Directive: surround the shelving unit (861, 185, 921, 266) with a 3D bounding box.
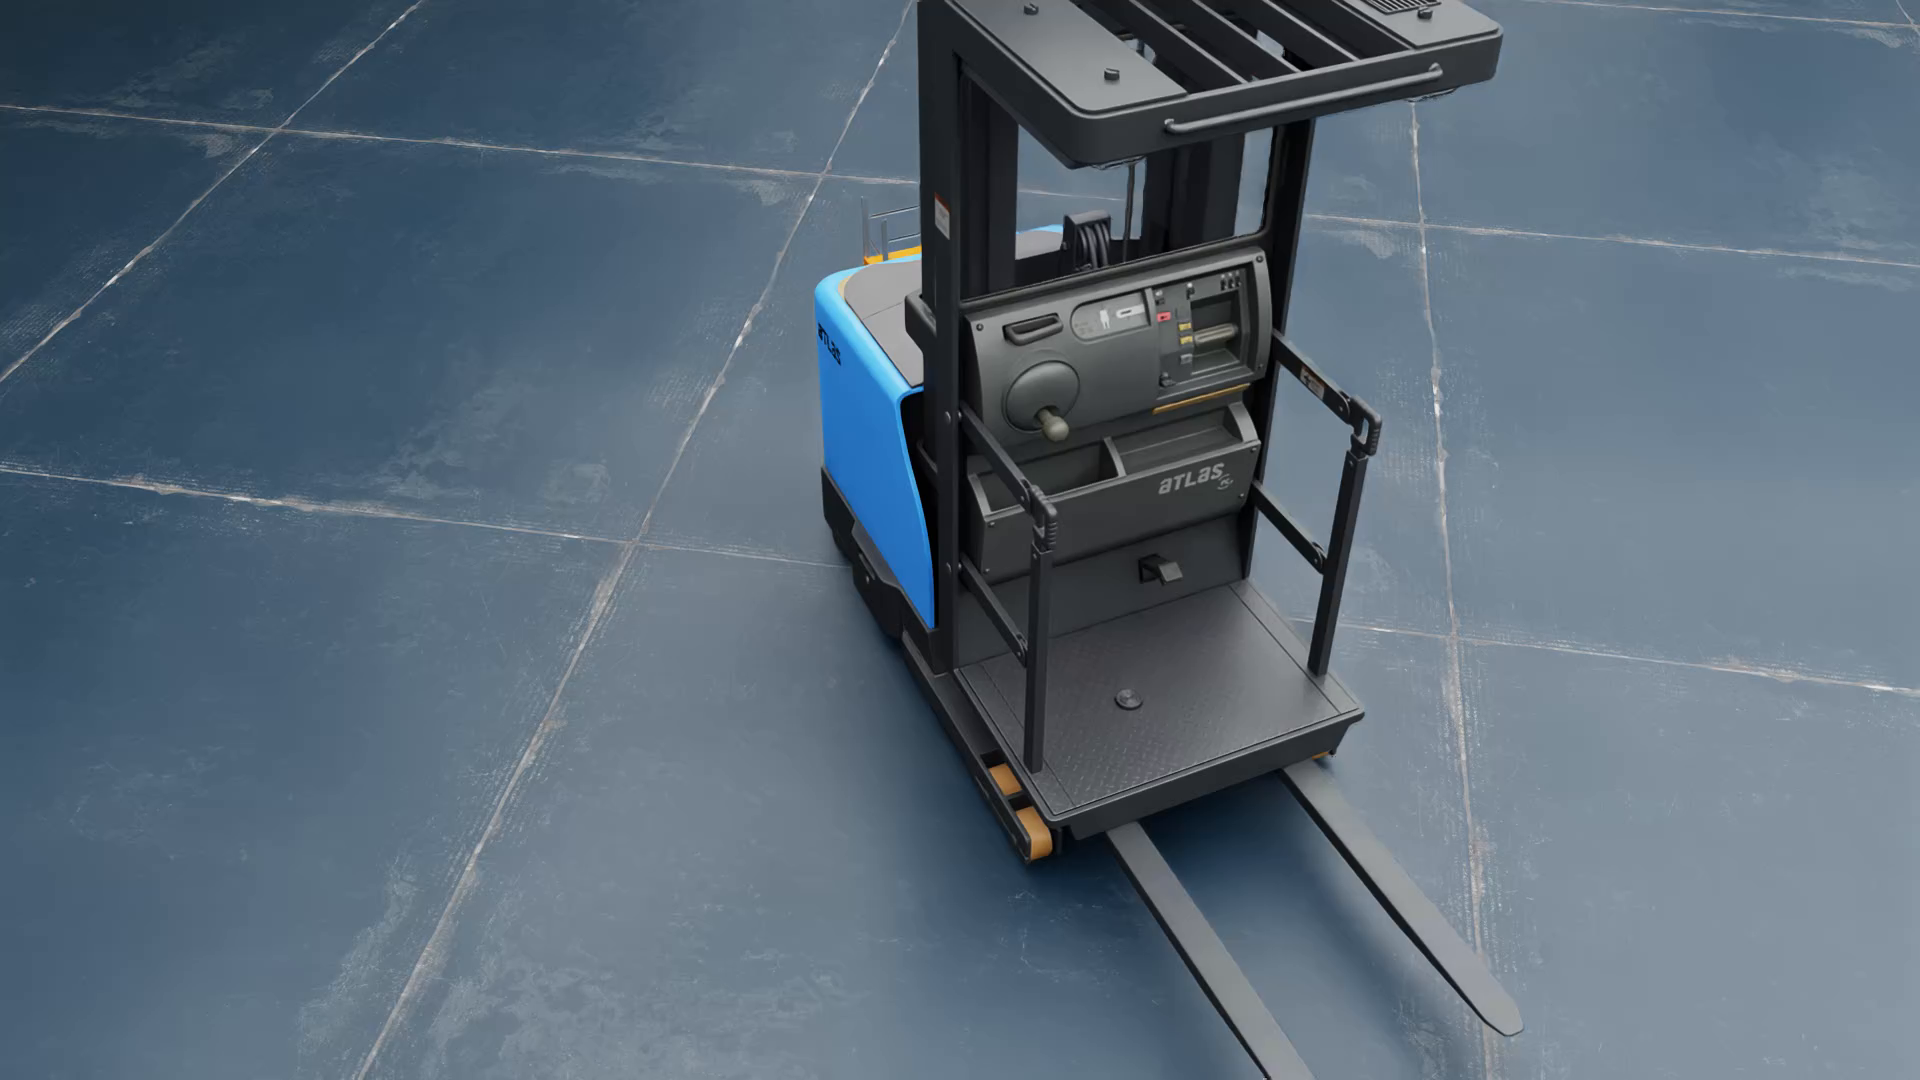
[{"bbox_3d":[-0.197,-0.714,6.172,0.258,1.200,0.189,-16,42,-18],"label":"shelving unit"}]

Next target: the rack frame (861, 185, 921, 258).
[{"bbox_3d":[-0.235,-0.767,6.237,0.240,1.200,0.006,-16,42,-18],"label":"rack frame"}]

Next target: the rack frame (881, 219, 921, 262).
[{"bbox_3d":[-0.160,-0.661,6.108,0.240,1.200,0.006,-16,42,-18],"label":"rack frame"}]

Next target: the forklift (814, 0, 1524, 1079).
[{"bbox_3d":[0.554,-0.470,4.518,1.130,2.935,3.031,-16,42,-18],"label":"forklift"}]

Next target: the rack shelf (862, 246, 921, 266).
[{"bbox_3d":[-0.197,-0.957,5.971,0.258,0.103,0.180,-16,42,-18],"label":"rack shelf"}]
